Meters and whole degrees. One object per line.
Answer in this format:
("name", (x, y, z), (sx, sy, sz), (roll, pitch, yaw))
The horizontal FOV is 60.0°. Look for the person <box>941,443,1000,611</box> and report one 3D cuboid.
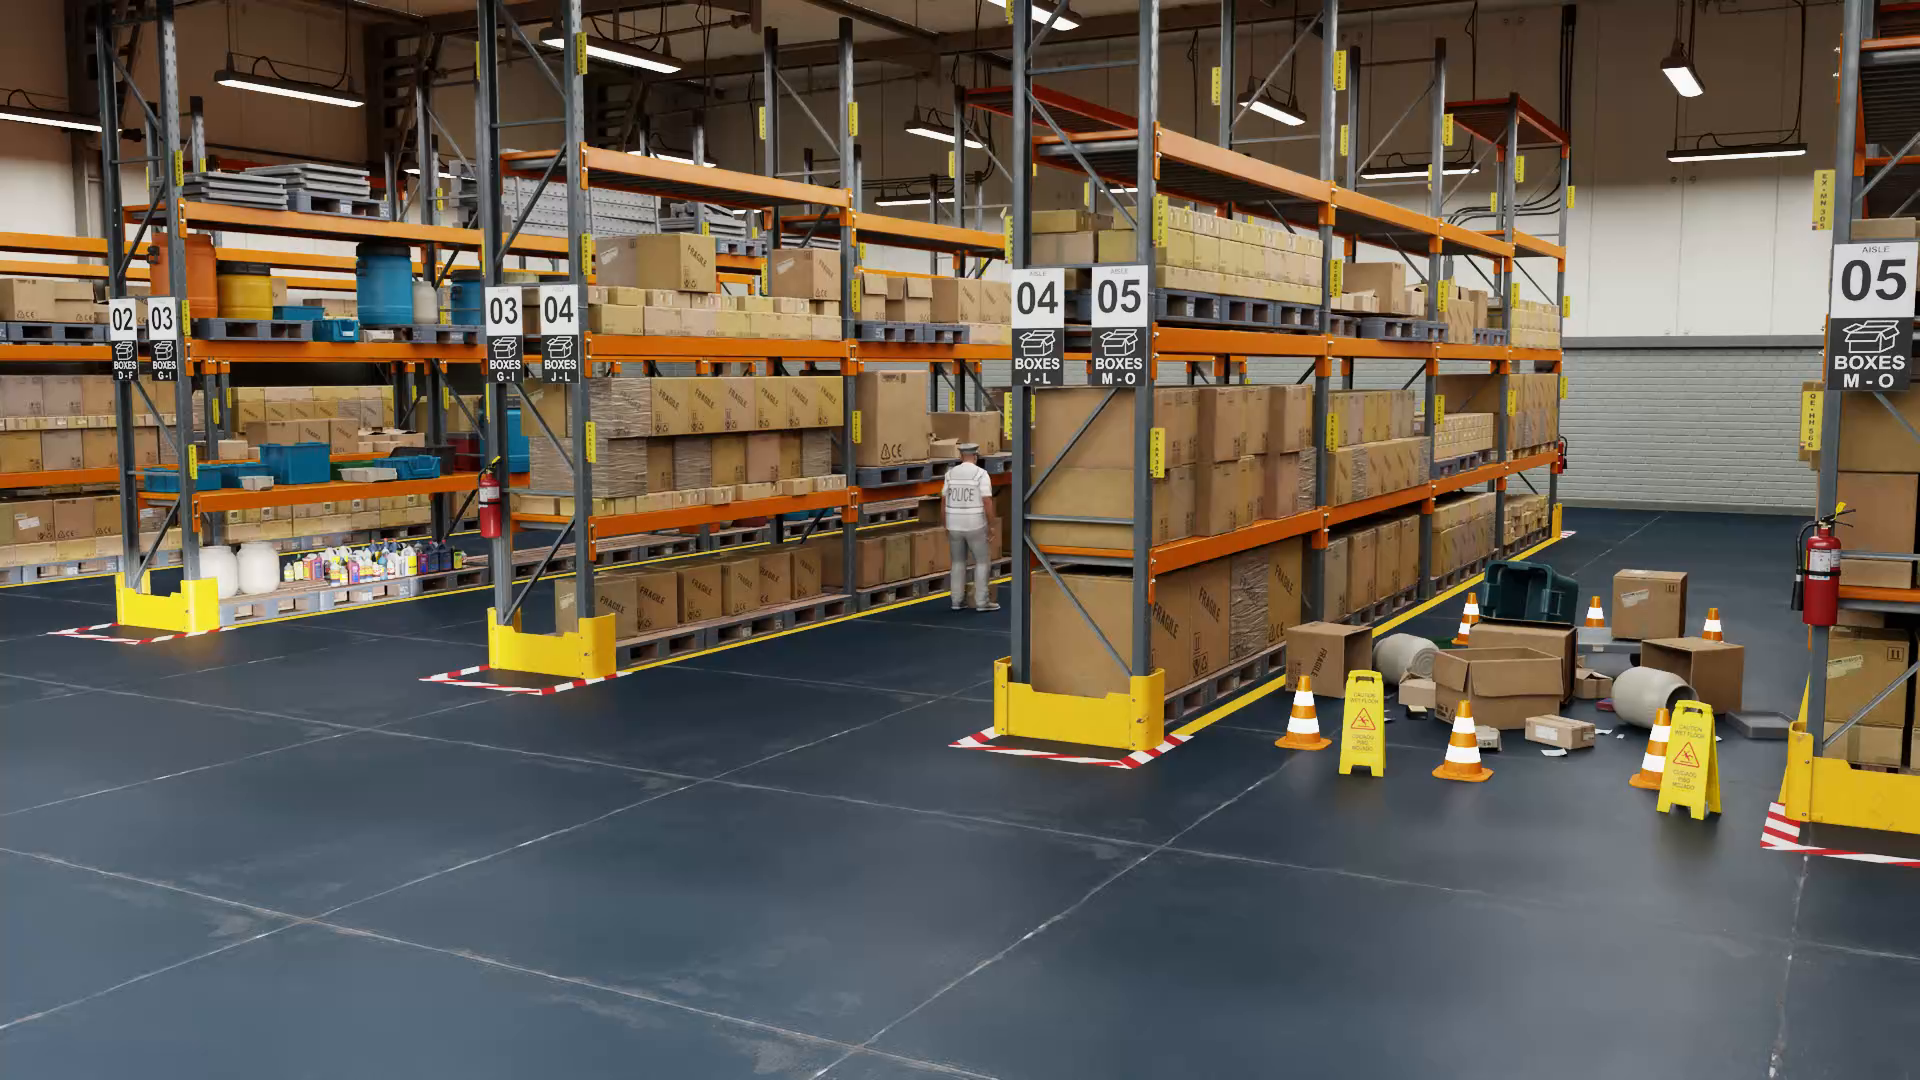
("person", (0.085, -0.135, 17.396), (0.606, 1.749, 0.433), (3, 7, 25))
